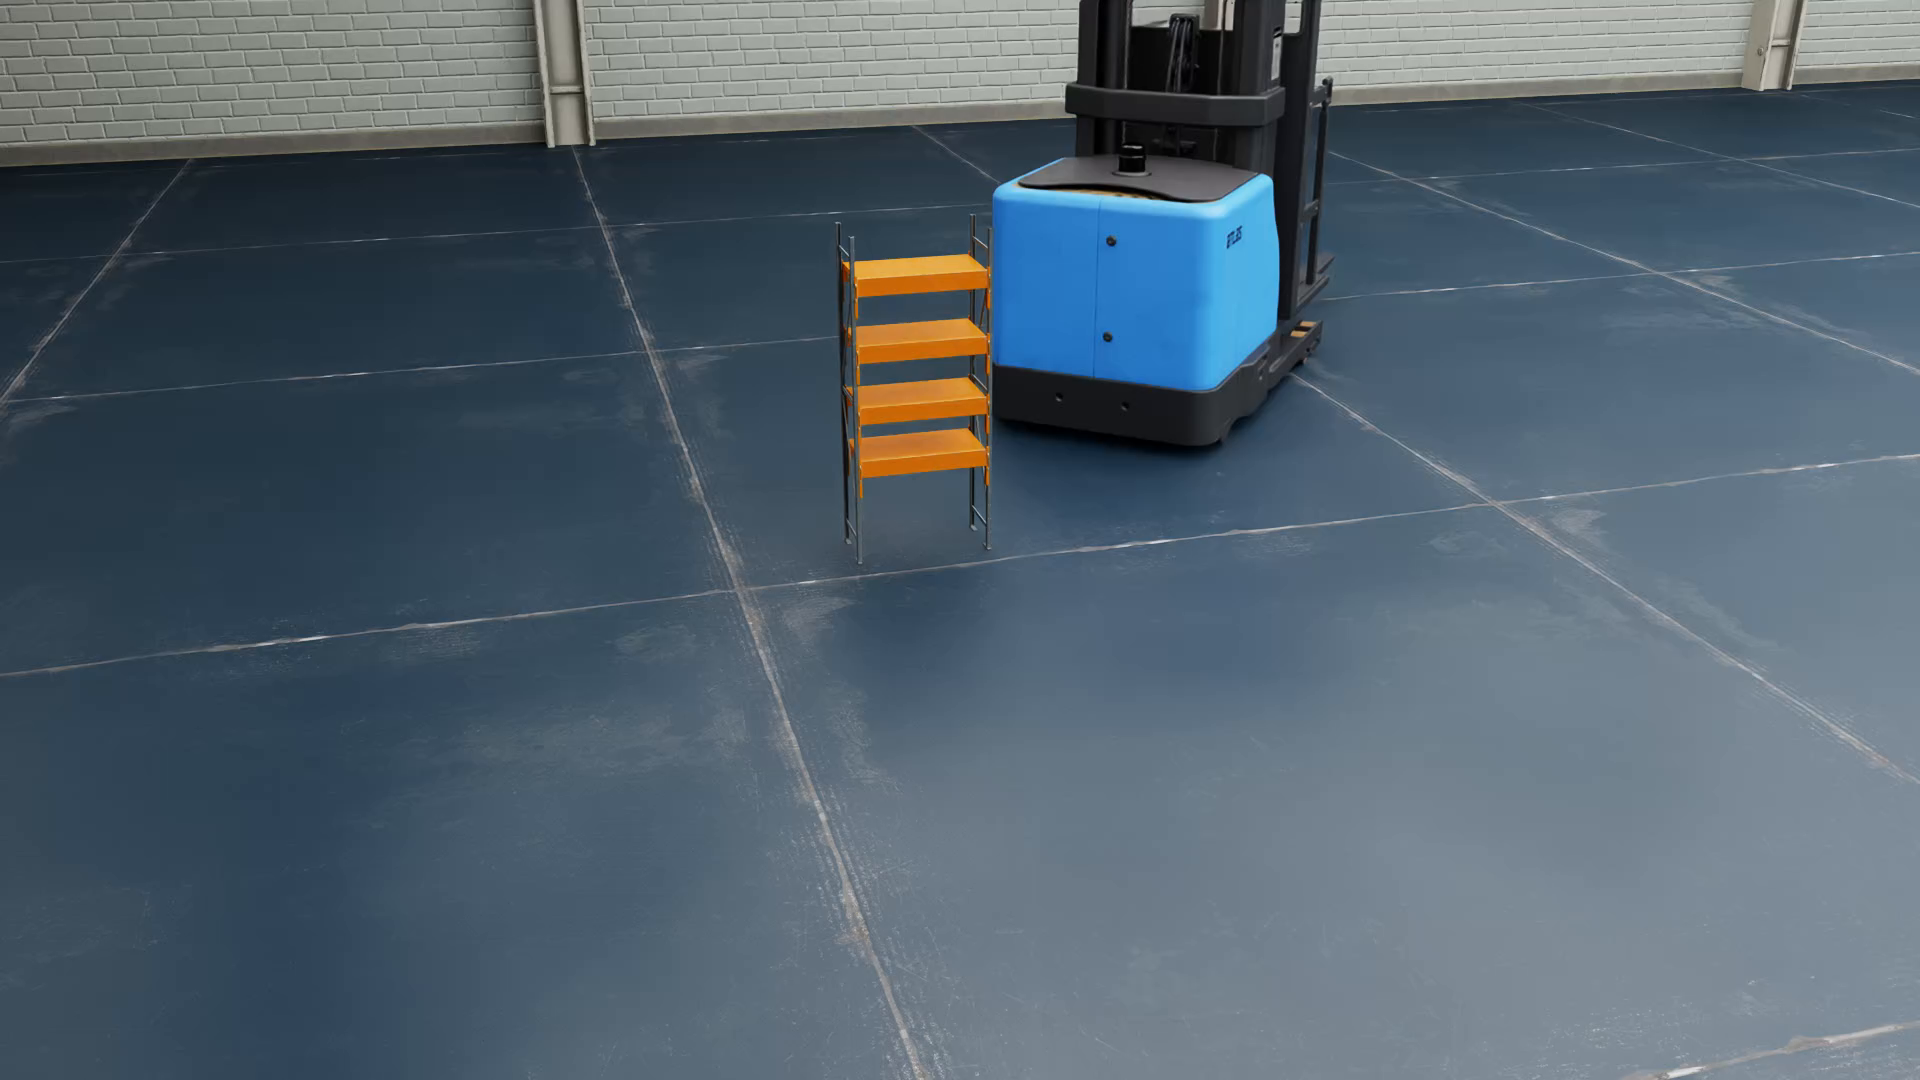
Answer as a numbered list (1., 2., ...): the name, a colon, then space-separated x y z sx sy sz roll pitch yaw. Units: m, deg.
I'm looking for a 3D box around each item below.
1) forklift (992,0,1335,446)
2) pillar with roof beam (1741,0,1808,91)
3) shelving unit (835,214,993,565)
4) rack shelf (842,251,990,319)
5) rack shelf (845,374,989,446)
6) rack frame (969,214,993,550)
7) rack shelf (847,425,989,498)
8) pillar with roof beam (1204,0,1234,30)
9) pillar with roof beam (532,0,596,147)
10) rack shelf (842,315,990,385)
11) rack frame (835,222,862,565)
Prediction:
1. forklift: 1.198 -2.289 7.867 1.130 2.935 3.031 10 25 23
2. pillar with roof beam: 9.421 -7.139 11.476 0.400 9.000 9.100 -6 24 -14
3. shelving unit: -0.159 -0.534 5.972 0.503 1.200 0.258 -6 24 -14
4. rack shelf: -0.159 -0.895 5.817 0.480 0.148 0.258 -6 24 -14
5. rack shelf: -0.159 -0.472 5.999 0.480 0.148 0.258 -6 24 -14
6. rack frame: 0.076 -0.560 6.033 0.015 1.200 0.240 -6 24 -14
7. rack shelf: -0.159 -0.289 6.077 0.480 0.148 0.258 -6 24 -14
8. pillar with roof beam: 3.644 -6.500 9.987 0.400 9.000 9.100 -6 24 -14
9. pillar with roof beam: -2.133 -5.861 8.498 0.400 9.000 9.100 -6 24 -14
10. rack shelf: -0.159 -0.677 5.911 0.480 0.148 0.258 -6 24 -14
11. rack frame: -0.394 -0.508 5.912 0.015 1.200 0.240 -6 24 -14
